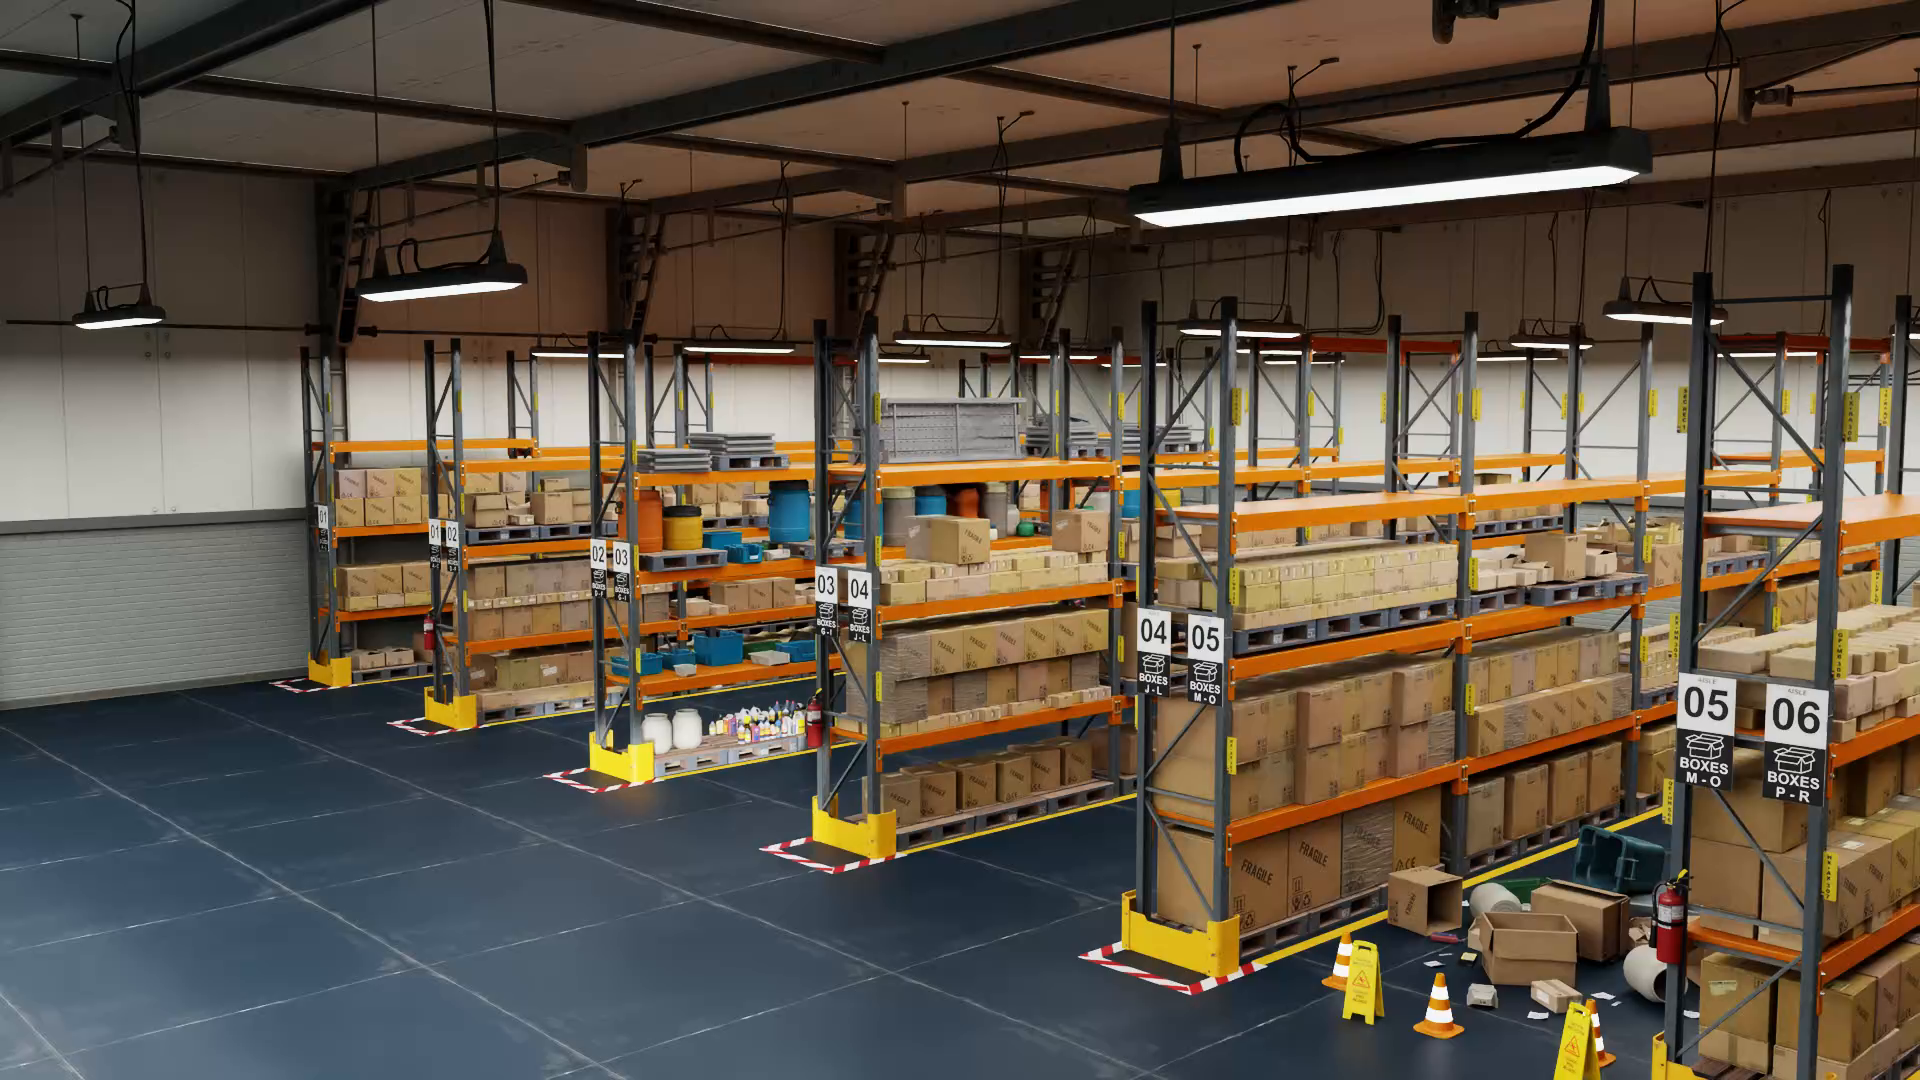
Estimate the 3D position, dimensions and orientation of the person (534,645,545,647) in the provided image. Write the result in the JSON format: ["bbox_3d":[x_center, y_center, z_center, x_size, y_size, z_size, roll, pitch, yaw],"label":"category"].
[{"bbox_3d":[-7.339,1.707,29.365,0.679,1.754,0.959,2,5,24],"label":"person"}]
